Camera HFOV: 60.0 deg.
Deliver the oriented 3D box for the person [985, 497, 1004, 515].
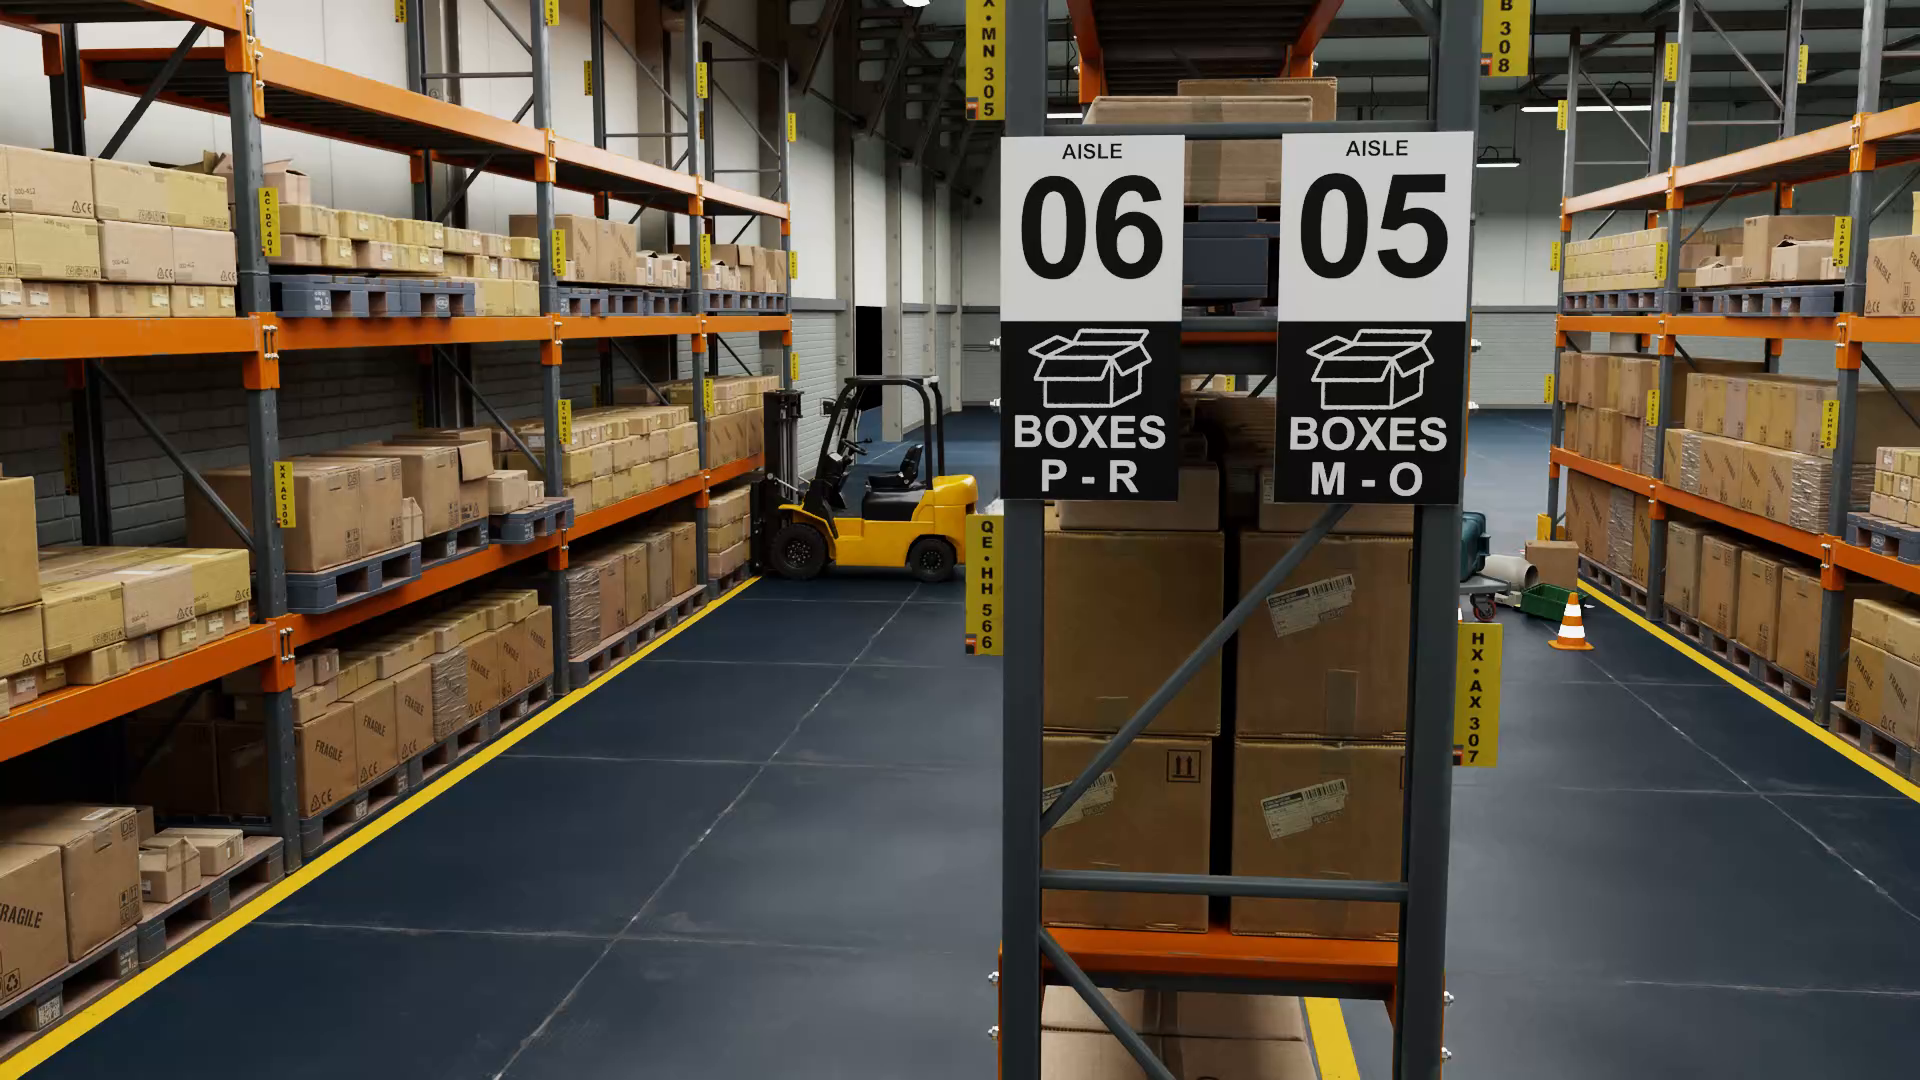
[{"bbox_3d":[0.423,0.139,15.730,0.440,1.001,0.638,1,8,4],"label":"person"}]
